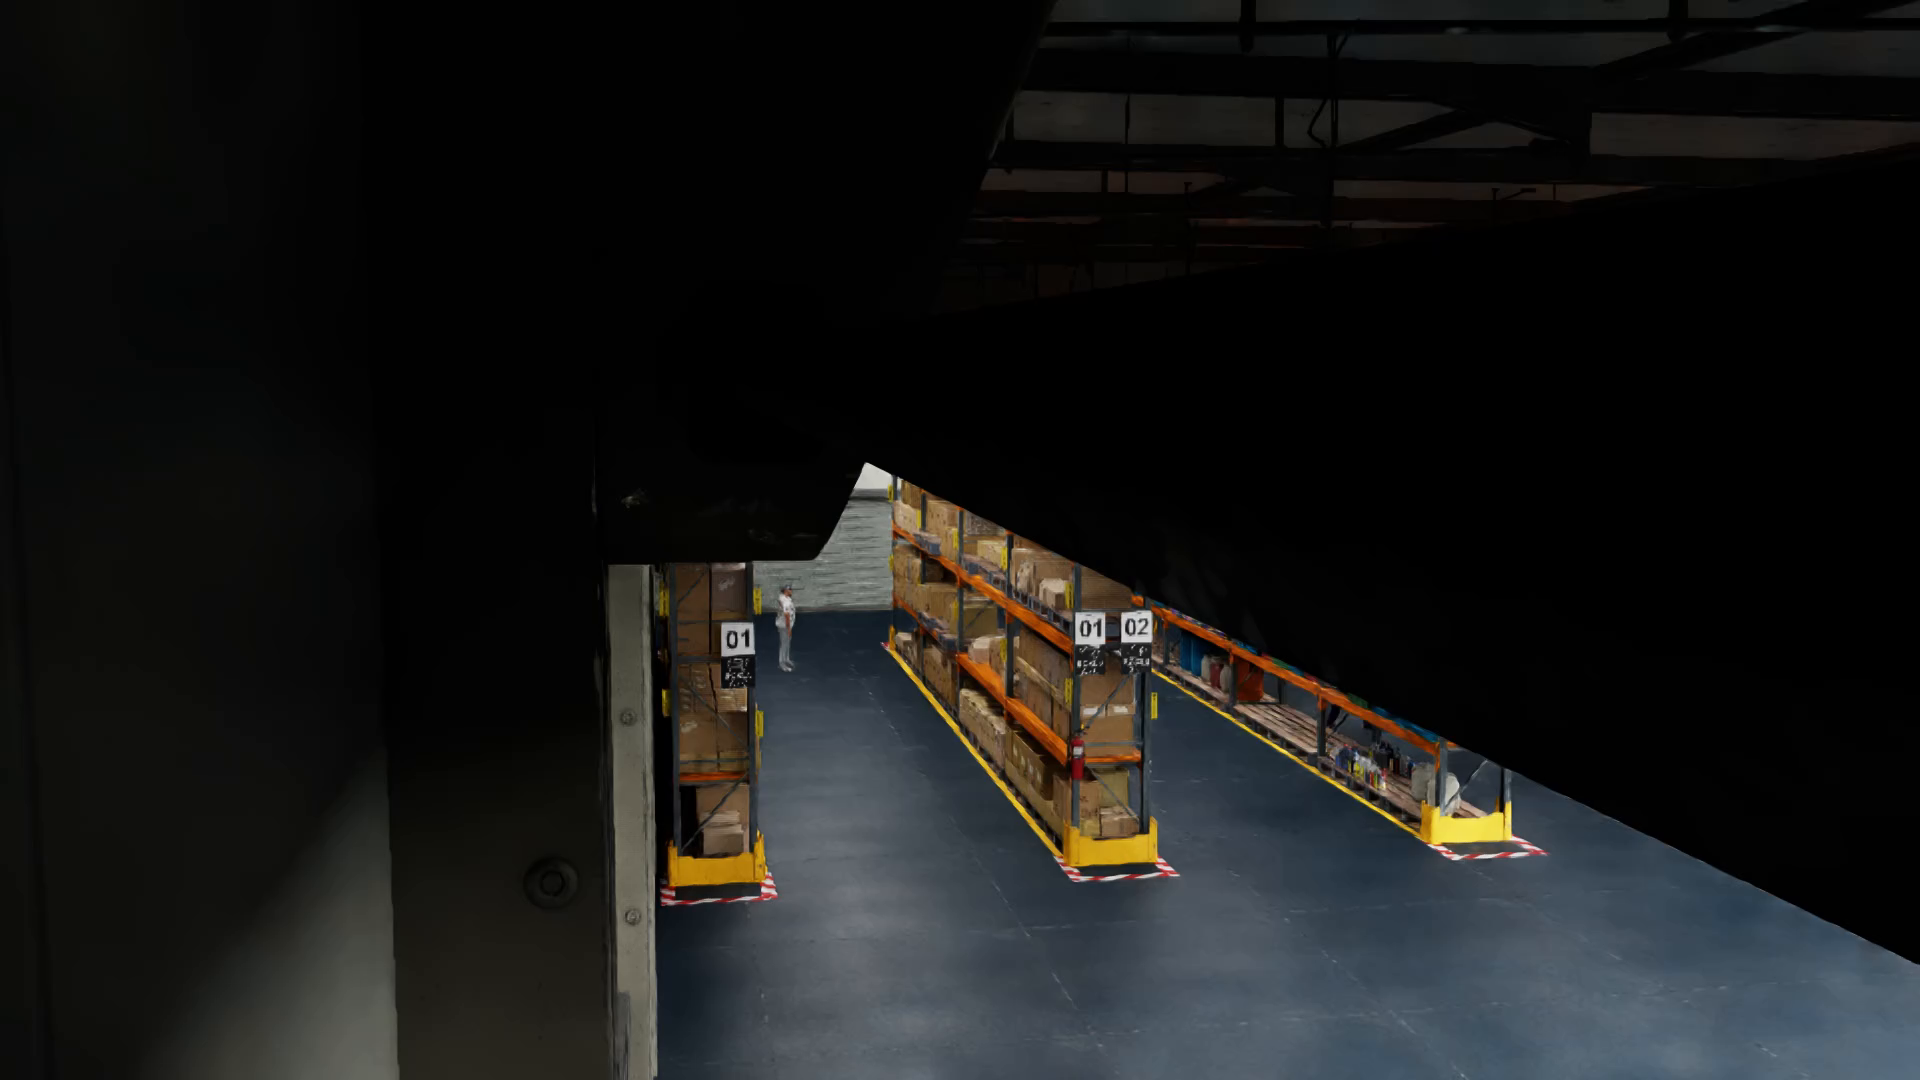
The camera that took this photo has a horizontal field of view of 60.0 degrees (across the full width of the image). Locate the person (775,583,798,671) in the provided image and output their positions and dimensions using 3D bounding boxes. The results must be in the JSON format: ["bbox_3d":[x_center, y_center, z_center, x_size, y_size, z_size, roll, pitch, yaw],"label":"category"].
[{"bbox_3d":[-3.532,1.759,34.093,0.490,1.767,0.623,-2,6,-16],"label":"person"}]

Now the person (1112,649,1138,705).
[{"bbox_3d":[3.079,2.193,30.853,0.636,1.621,0.814,-1,6,-5],"label":"person"}]

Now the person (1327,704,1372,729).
[{"bbox_3d":[6.748,2.454,28.554,0.655,1.578,0.824,-3,7,-27],"label":"person"}]
